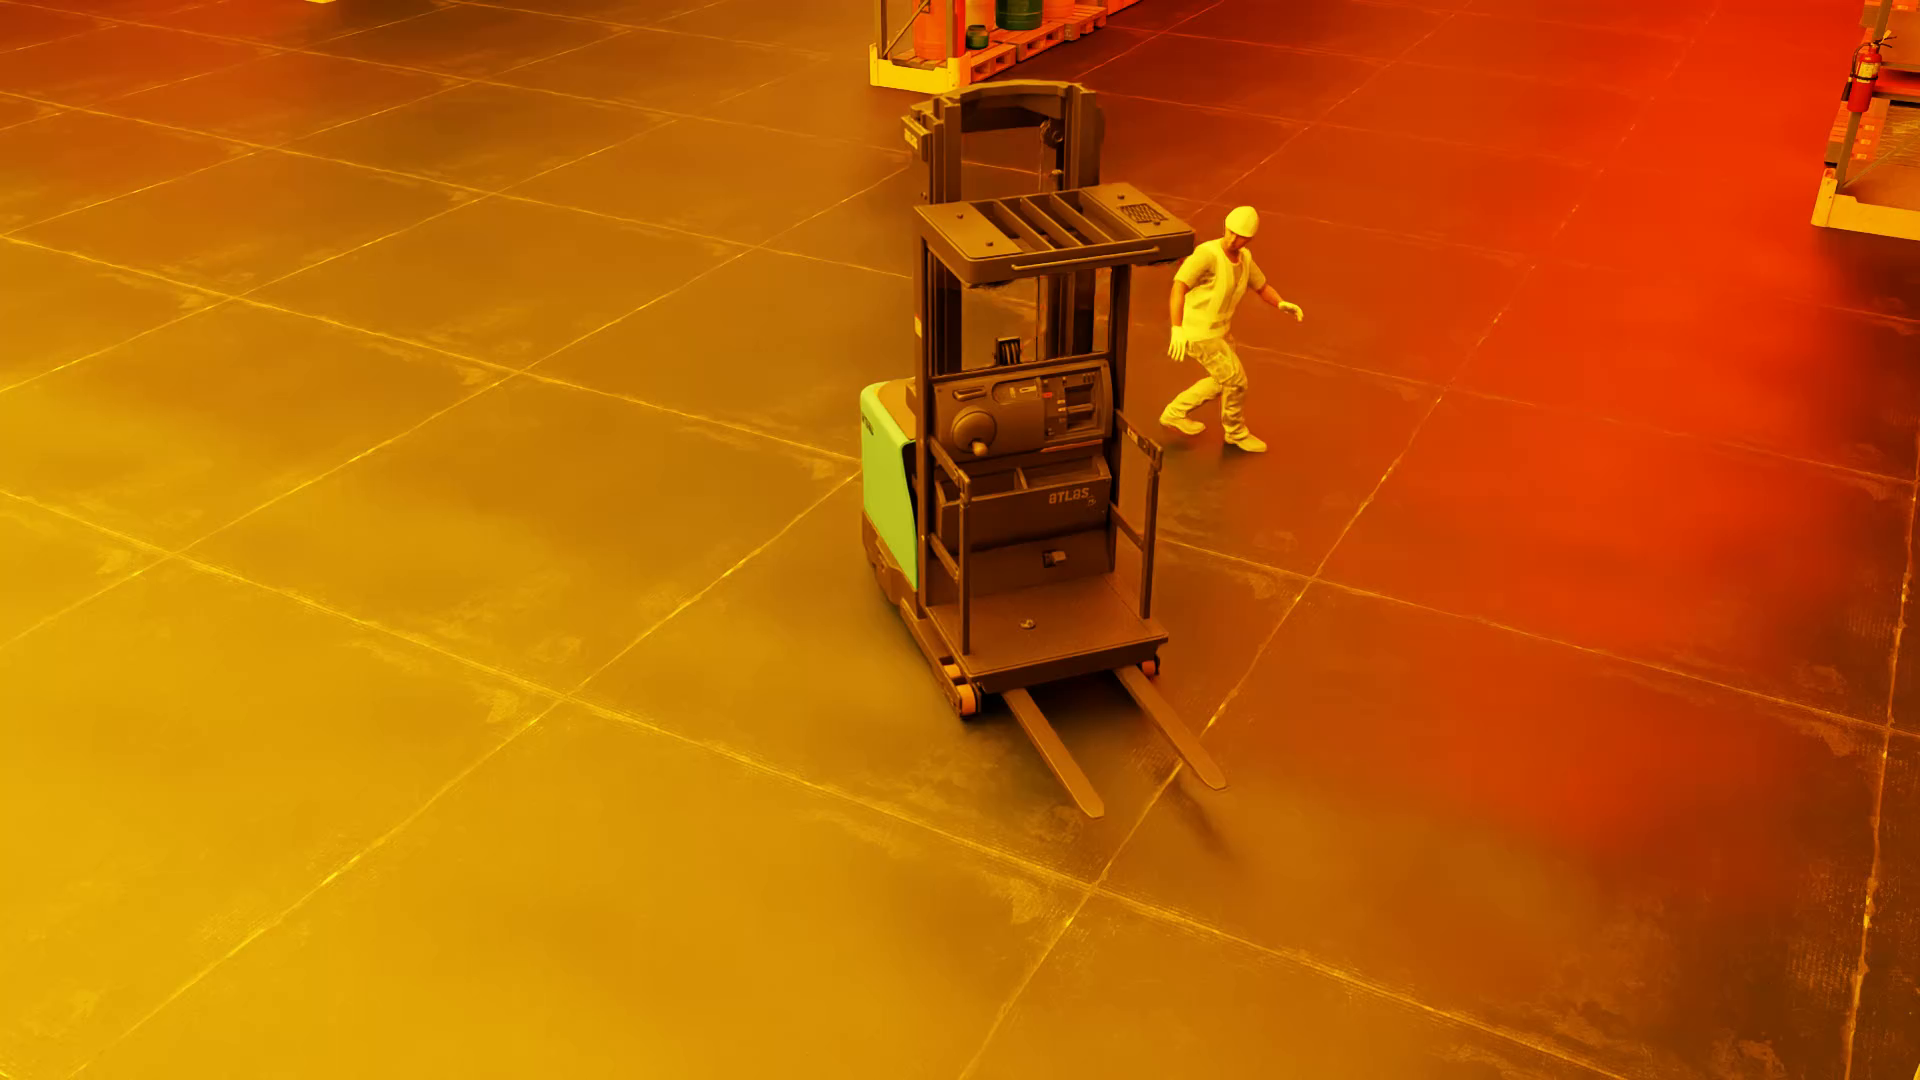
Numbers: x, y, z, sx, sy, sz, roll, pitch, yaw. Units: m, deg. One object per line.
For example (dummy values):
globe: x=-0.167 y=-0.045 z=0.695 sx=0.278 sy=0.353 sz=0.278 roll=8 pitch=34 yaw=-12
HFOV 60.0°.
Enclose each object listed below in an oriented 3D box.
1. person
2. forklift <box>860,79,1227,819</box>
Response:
person: x=1.710 y=-1.299 z=10.627 sx=0.863 sy=1.642 sz=0.905 roll=15 pitch=33 yaw=24
forklift: x=0.397 y=-0.603 z=8.116 sx=1.130 sy=2.935 sz=3.031 roll=-10 pitch=32 yaw=-17
